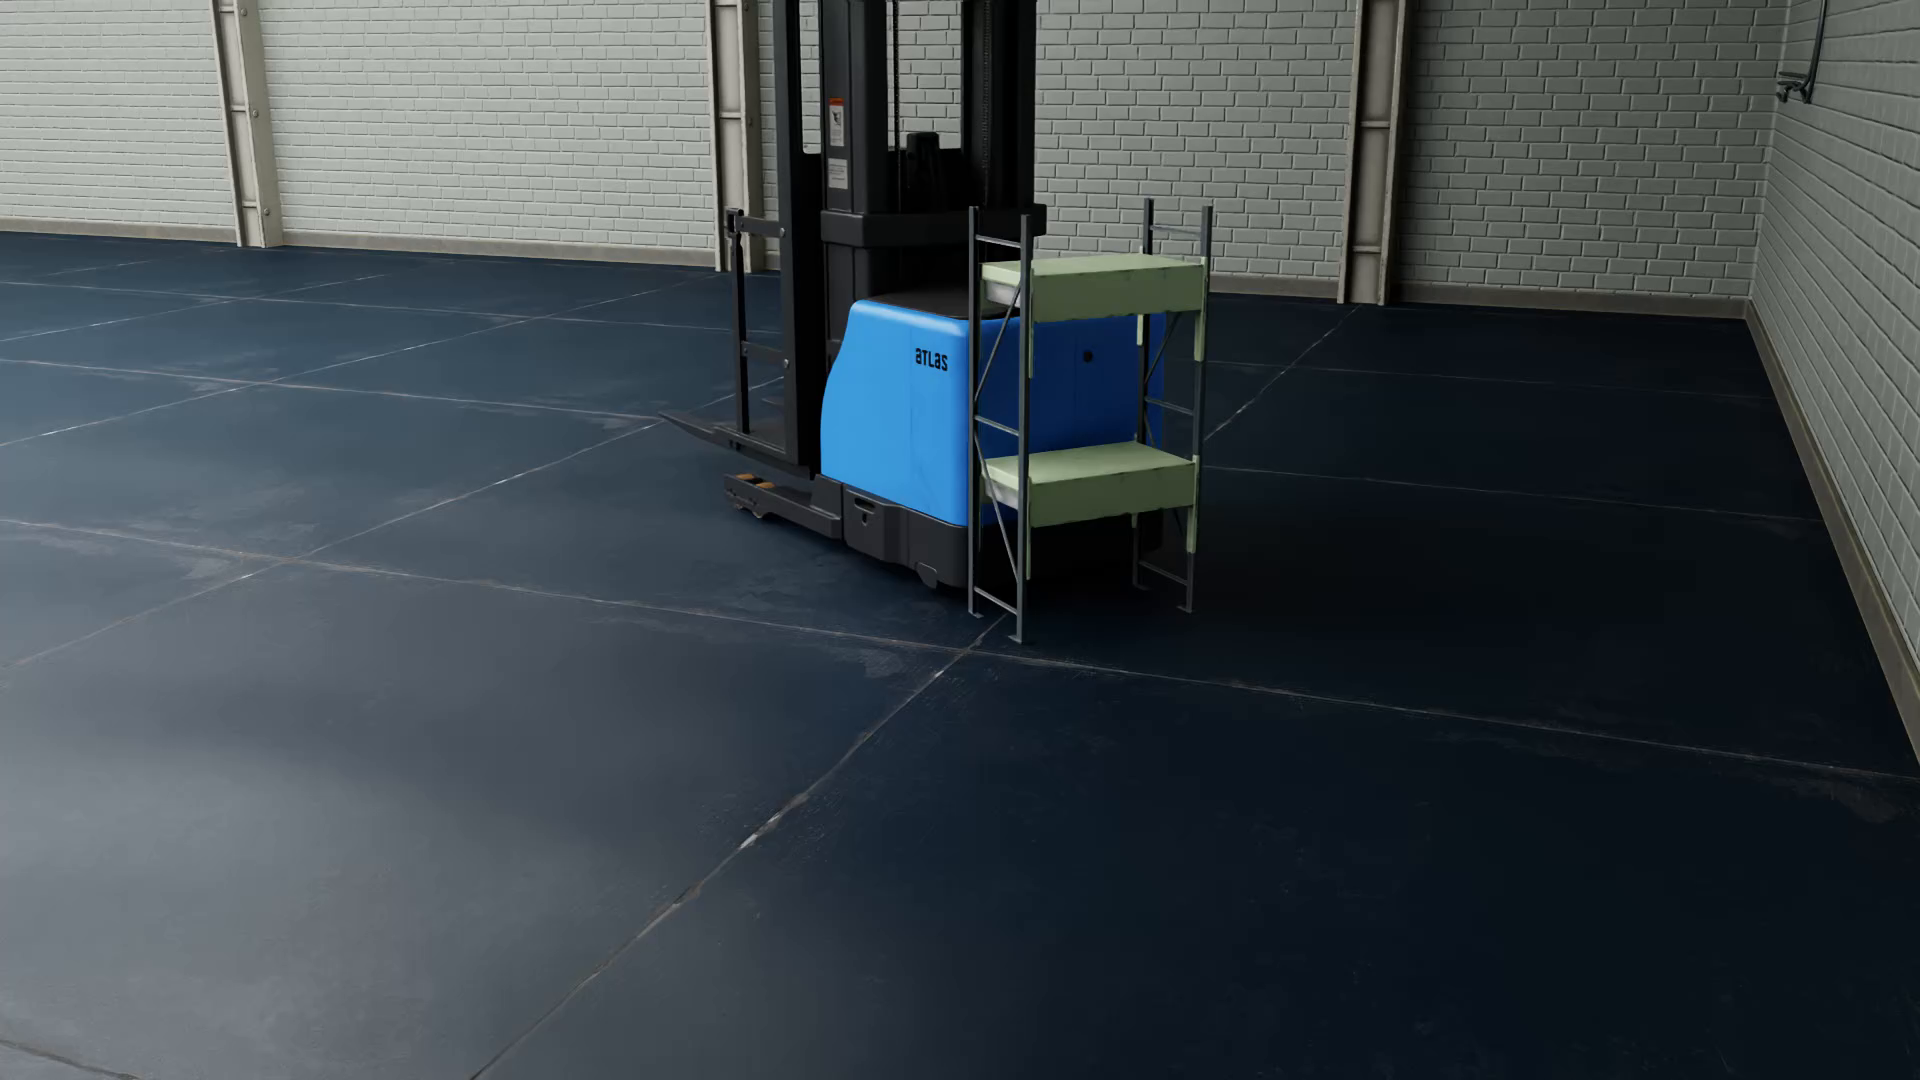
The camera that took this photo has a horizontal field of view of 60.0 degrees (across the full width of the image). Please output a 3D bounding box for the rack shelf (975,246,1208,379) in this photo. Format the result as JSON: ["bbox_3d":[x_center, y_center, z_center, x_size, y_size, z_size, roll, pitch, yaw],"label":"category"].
[{"bbox_3d":[0.458,-0.822,5.913,0.720,0.370,0.431,-8,18,-27],"label":"rack shelf"}]

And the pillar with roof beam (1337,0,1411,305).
[{"bbox_3d":[1.857,-5.234,9.062,0.400,9.000,9.100,6,17,21],"label":"pillar with roof beam"}]

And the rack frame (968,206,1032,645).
[{"bbox_3d":[0.134,-0.399,5.858,0.023,1.500,0.400,-8,18,-27],"label":"rack frame"}]

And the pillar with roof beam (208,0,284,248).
[{"bbox_3d":[-9.306,-6.461,13.290,0.400,9.000,9.100,6,17,21],"label":"pillar with roof beam"}]

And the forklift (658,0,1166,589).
[{"bbox_3d":[-0.430,-1.572,7.331,1.130,2.935,3.031,-11,20,-34],"label":"forklift"}]

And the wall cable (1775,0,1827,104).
[{"bbox_3d":[5.692,-4.215,11.121,0.112,2.526,3.097,6,17,21],"label":"wall cable"}]

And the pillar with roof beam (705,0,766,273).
[{"bbox_3d":[-3.724,-5.848,11.176,0.400,9.000,9.100,6,17,21],"label":"pillar with roof beam"}]

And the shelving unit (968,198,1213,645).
[{"bbox_3d":[0.458,-0.447,6.022,0.755,1.500,0.431,-8,18,-27],"label":"shelving unit"}]

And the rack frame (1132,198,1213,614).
[{"bbox_3d":[0.782,-0.494,6.186,0.023,1.500,0.400,-8,18,-27],"label":"rack frame"}]

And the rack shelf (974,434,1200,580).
[{"bbox_3d":[0.458,-0.134,6.113,0.720,0.370,0.431,-8,18,-27],"label":"rack shelf"}]
